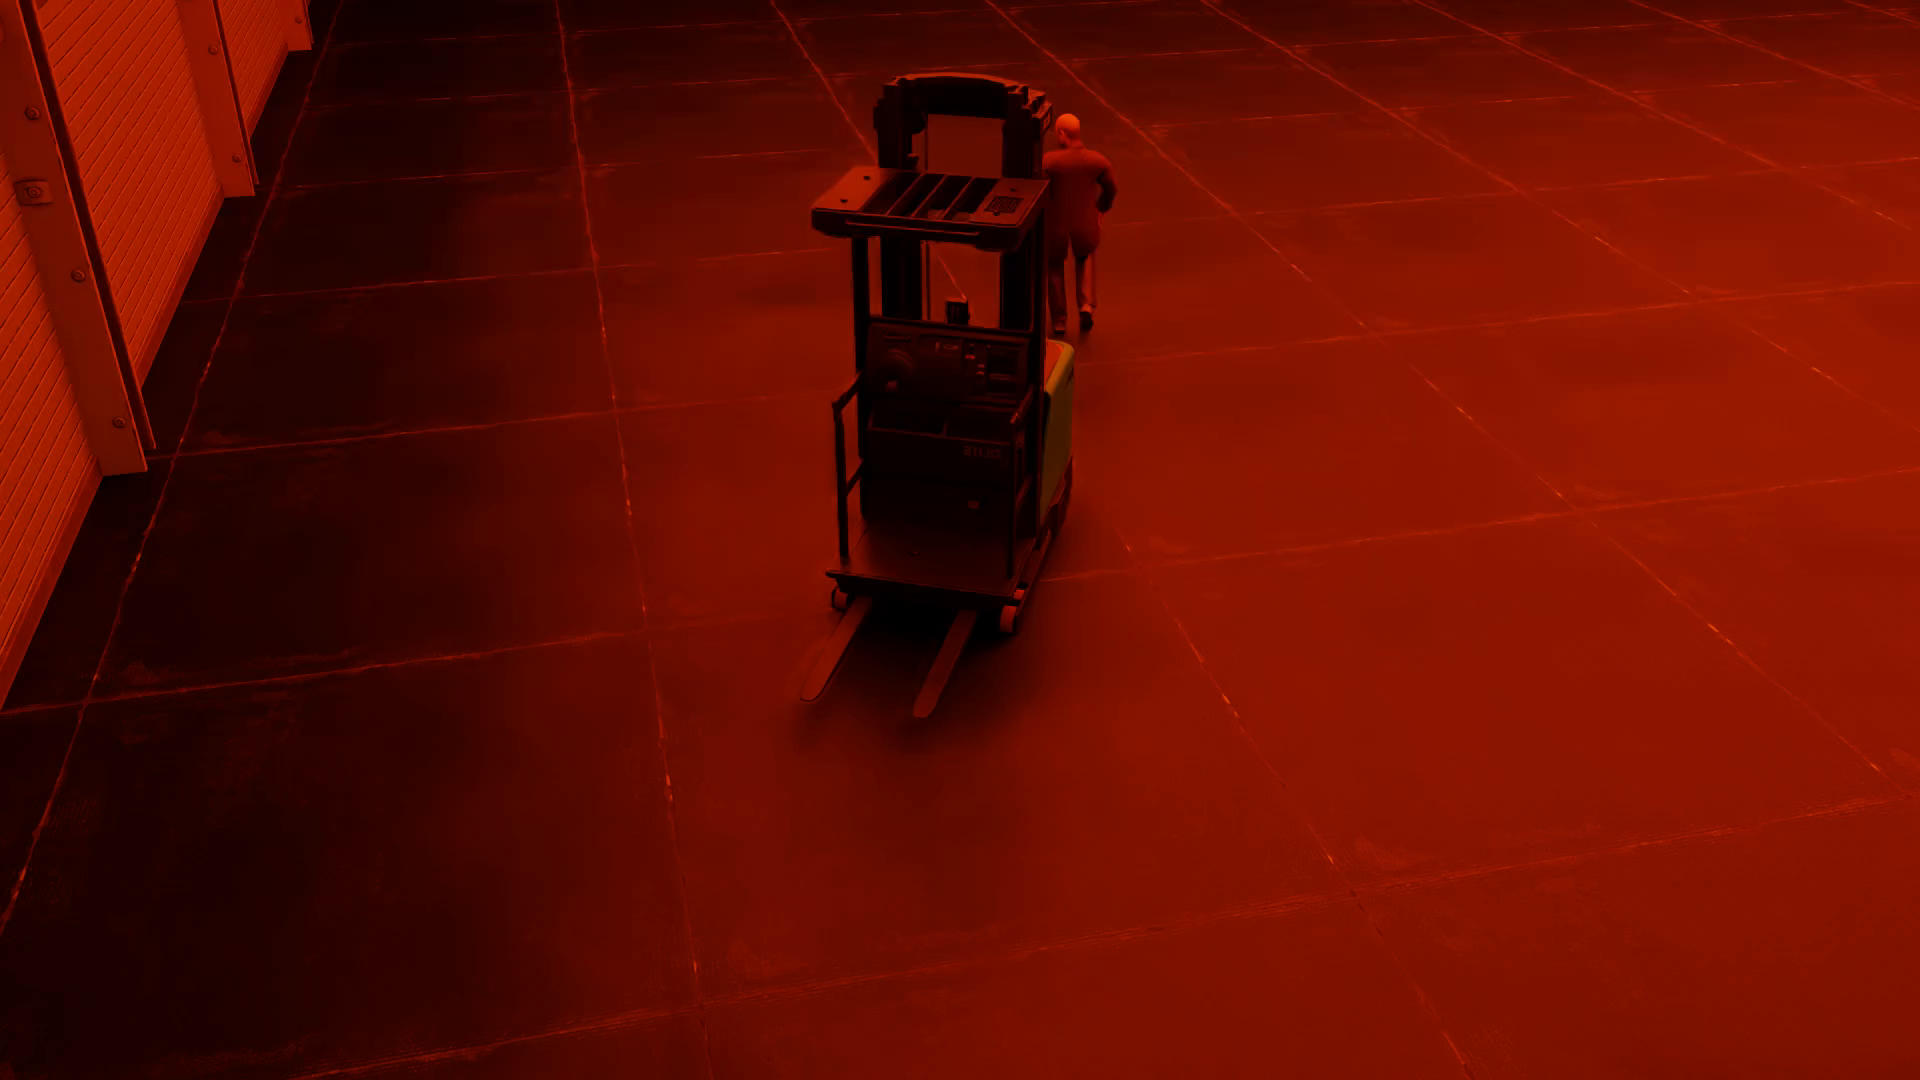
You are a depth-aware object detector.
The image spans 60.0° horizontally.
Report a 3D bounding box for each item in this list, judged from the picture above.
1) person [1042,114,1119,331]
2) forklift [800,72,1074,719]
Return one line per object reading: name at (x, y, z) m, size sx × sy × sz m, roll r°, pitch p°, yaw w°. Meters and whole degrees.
person at (0.806, -2.483, 13.068) m, size 0.850 × 1.766 × 0.498 m, roll -1°, pitch 30°, yaw -1°
forklift at (-0.127, -0.941, 9.200) m, size 1.130 × 2.935 × 3.031 m, roll 7°, pitch 31°, yaw 12°
